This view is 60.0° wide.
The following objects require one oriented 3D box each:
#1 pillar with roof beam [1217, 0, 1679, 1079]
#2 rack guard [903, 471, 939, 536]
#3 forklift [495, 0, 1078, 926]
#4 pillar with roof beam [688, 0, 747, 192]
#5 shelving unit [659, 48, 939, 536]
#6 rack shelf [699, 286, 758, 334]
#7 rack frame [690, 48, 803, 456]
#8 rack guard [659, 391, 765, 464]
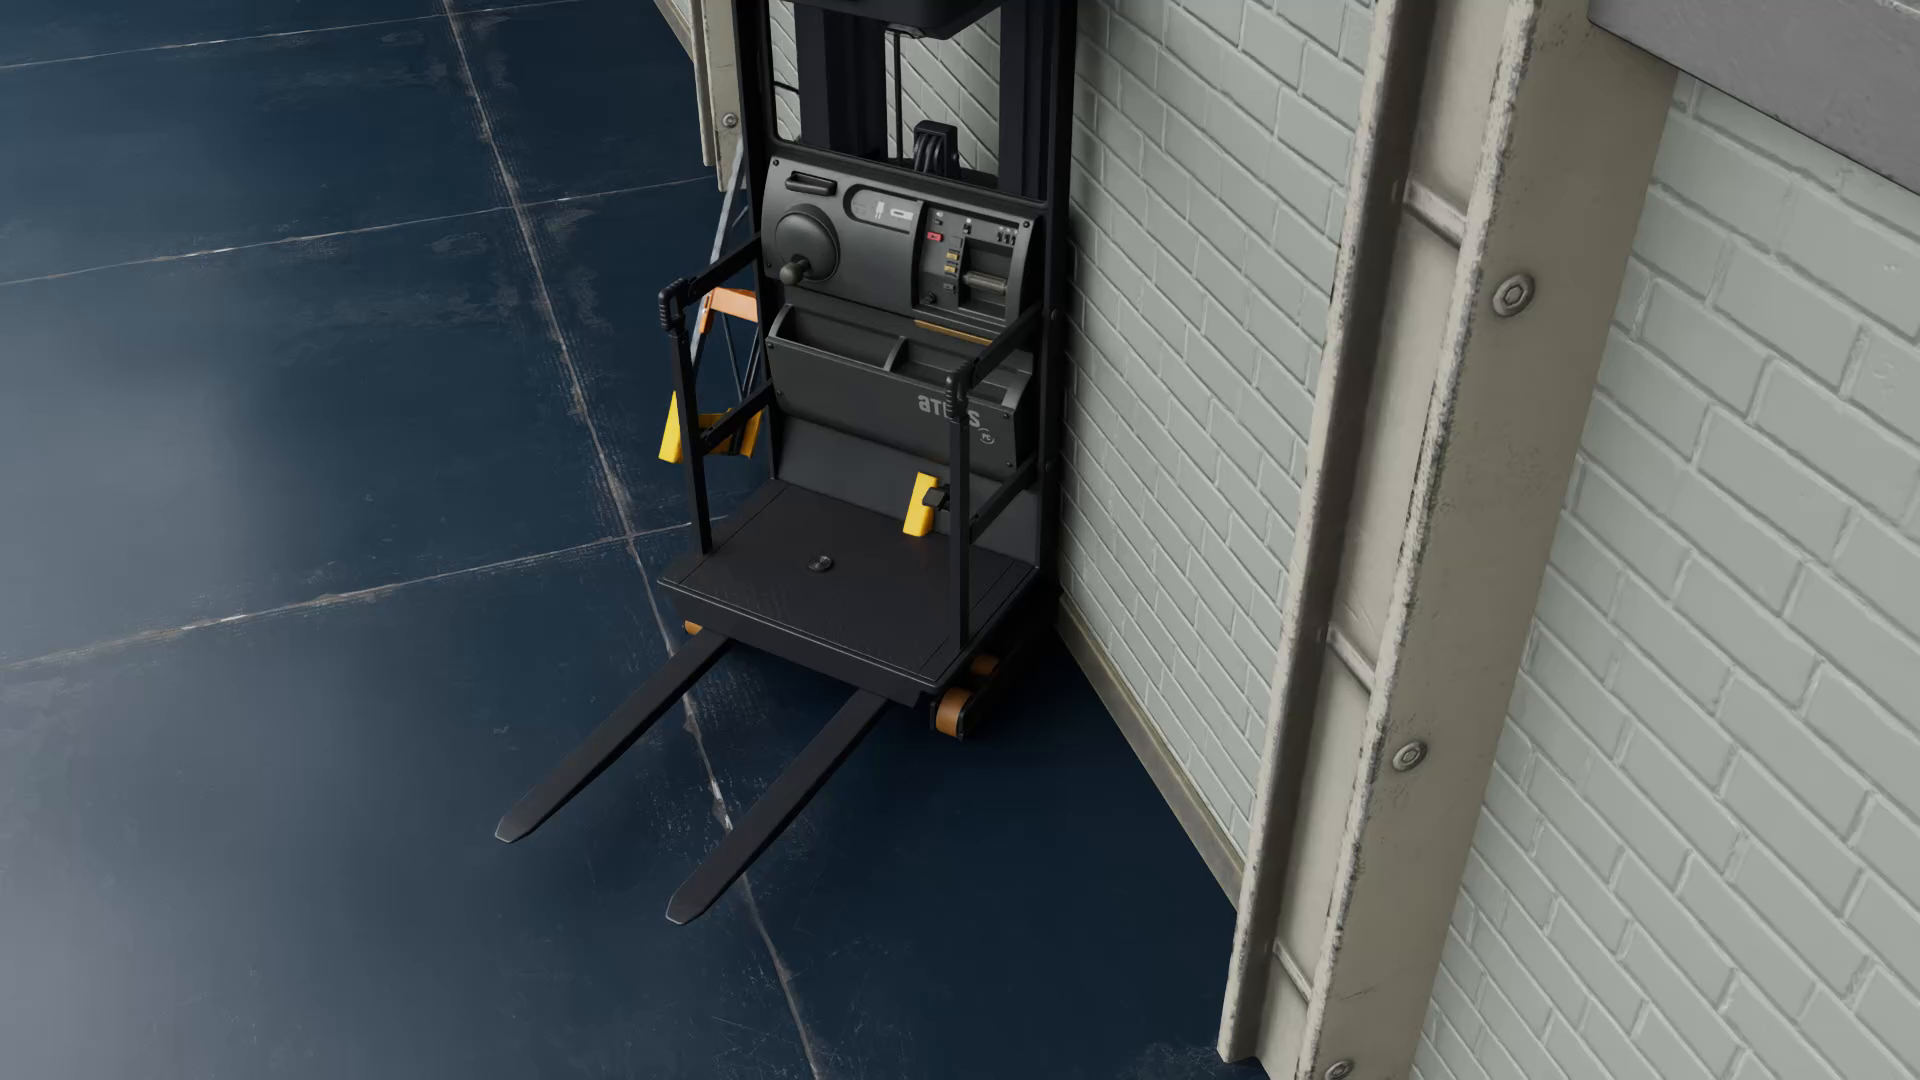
[{"bbox_3d":[-3.145,-1.267,0.453,9.100,9.000,0.400,-12,39,-16],"label":"pillar with roof beam"},{"bbox_3d":[-0.034,-0.126,5.930,0.087,0.250,0.587,19,11,19],"label":"rack guard"},{"bbox_3d":[-0.304,-0.843,4.933,1.130,2.935,3.031,19,41,23],"label":"forklift"},{"bbox_3d":[-5.210,-4.657,4.953,9.100,9.000,0.400,-12,39,-16],"label":"pillar with roof beam"},{"bbox_3d":[-0.319,-0.871,5.979,1.083,1.500,0.587,19,11,19],"label":"shelving unit"},{"bbox_3d":[-0.373,-0.703,6.016,1.000,0.185,0.538,19,11,19],"label":"rack shelf"},{"bbox_3d":[-0.780,-1.029,6.152,0.032,1.500,0.500,19,11,19],"label":"rack frame"},{"bbox_3d":[-0.922,-0.430,6.263,0.087,0.250,0.587,19,11,19],"label":"rack guard"}]
